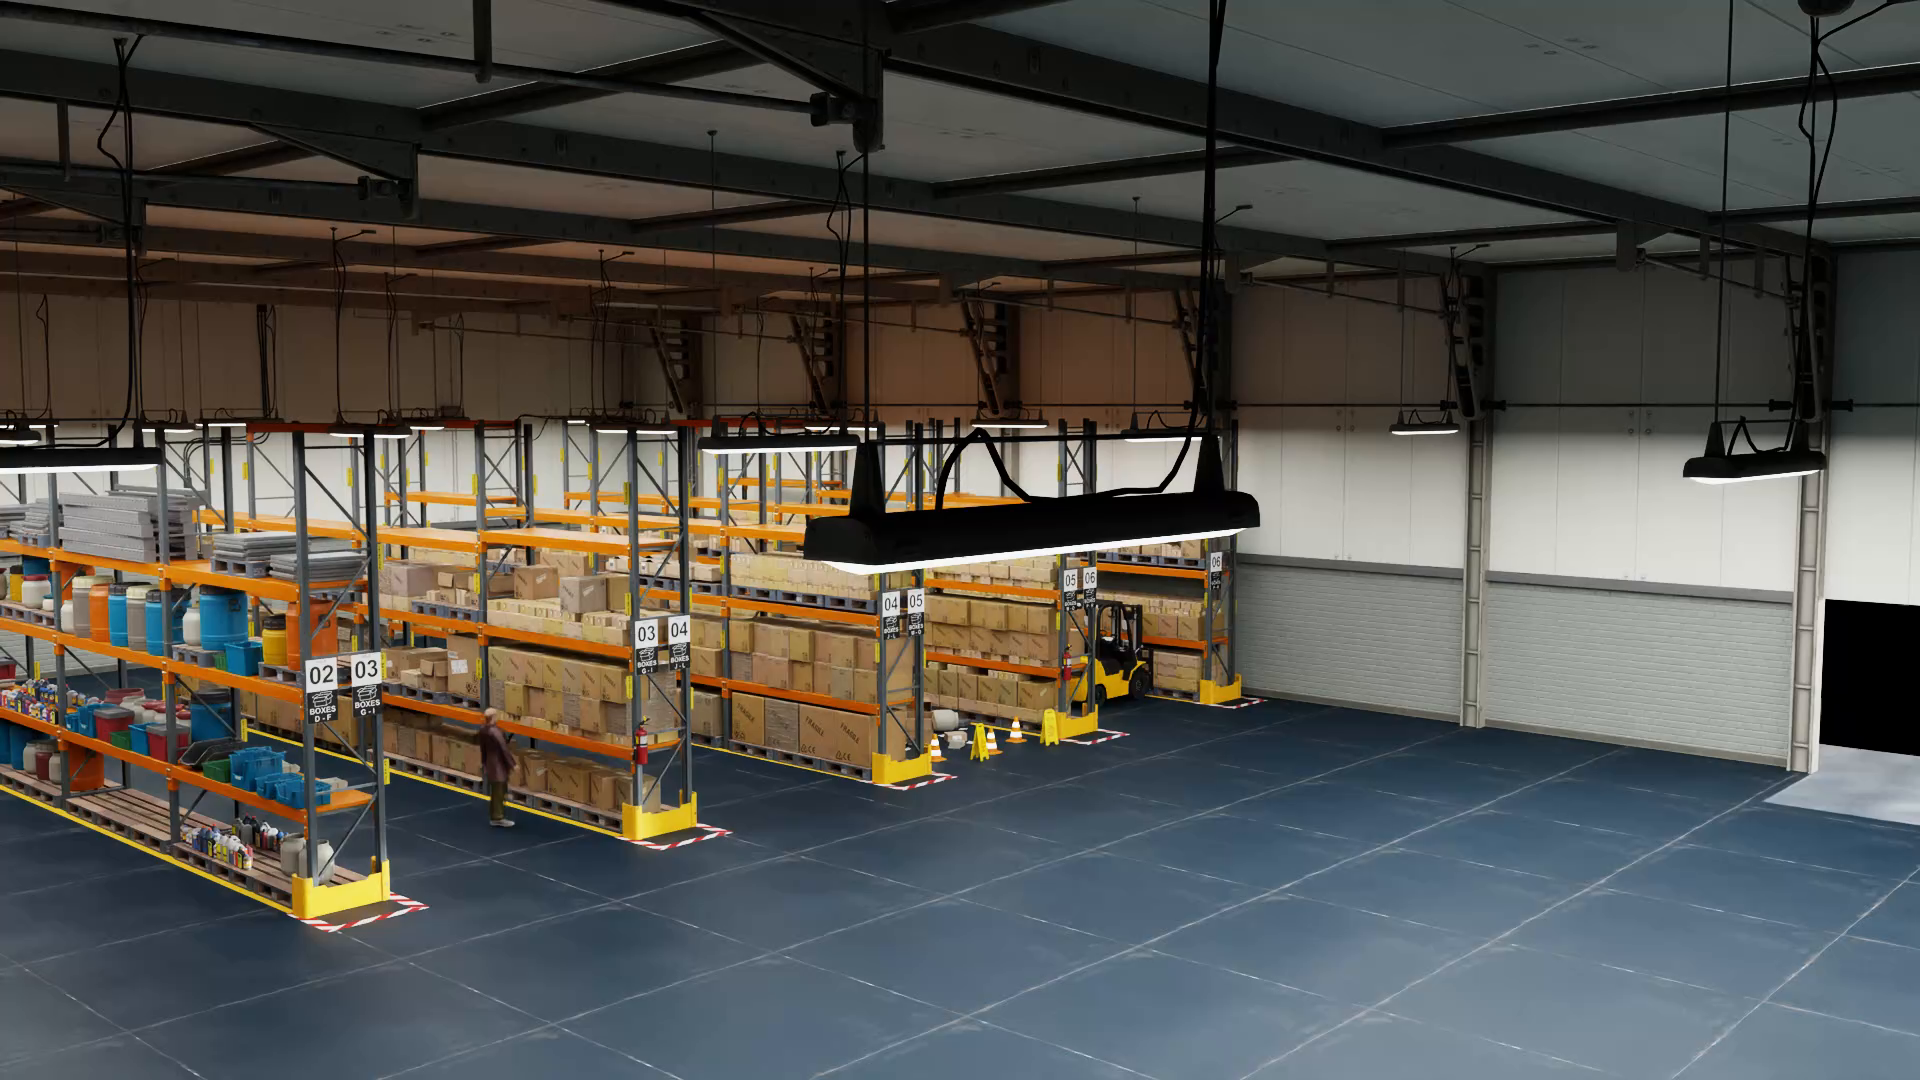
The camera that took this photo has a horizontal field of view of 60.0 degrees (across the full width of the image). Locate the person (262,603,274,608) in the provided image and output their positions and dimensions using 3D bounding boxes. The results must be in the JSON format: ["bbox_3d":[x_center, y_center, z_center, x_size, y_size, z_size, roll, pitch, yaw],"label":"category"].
[{"bbox_3d":[-16.289,2.315,39.064,0.337,1.688,0.597,5,7,45],"label":"person"}]

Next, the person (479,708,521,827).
[{"bbox_3d":[-6.902,3.521,24.966,0.586,1.634,0.600,-1,5,-17],"label":"person"}]
